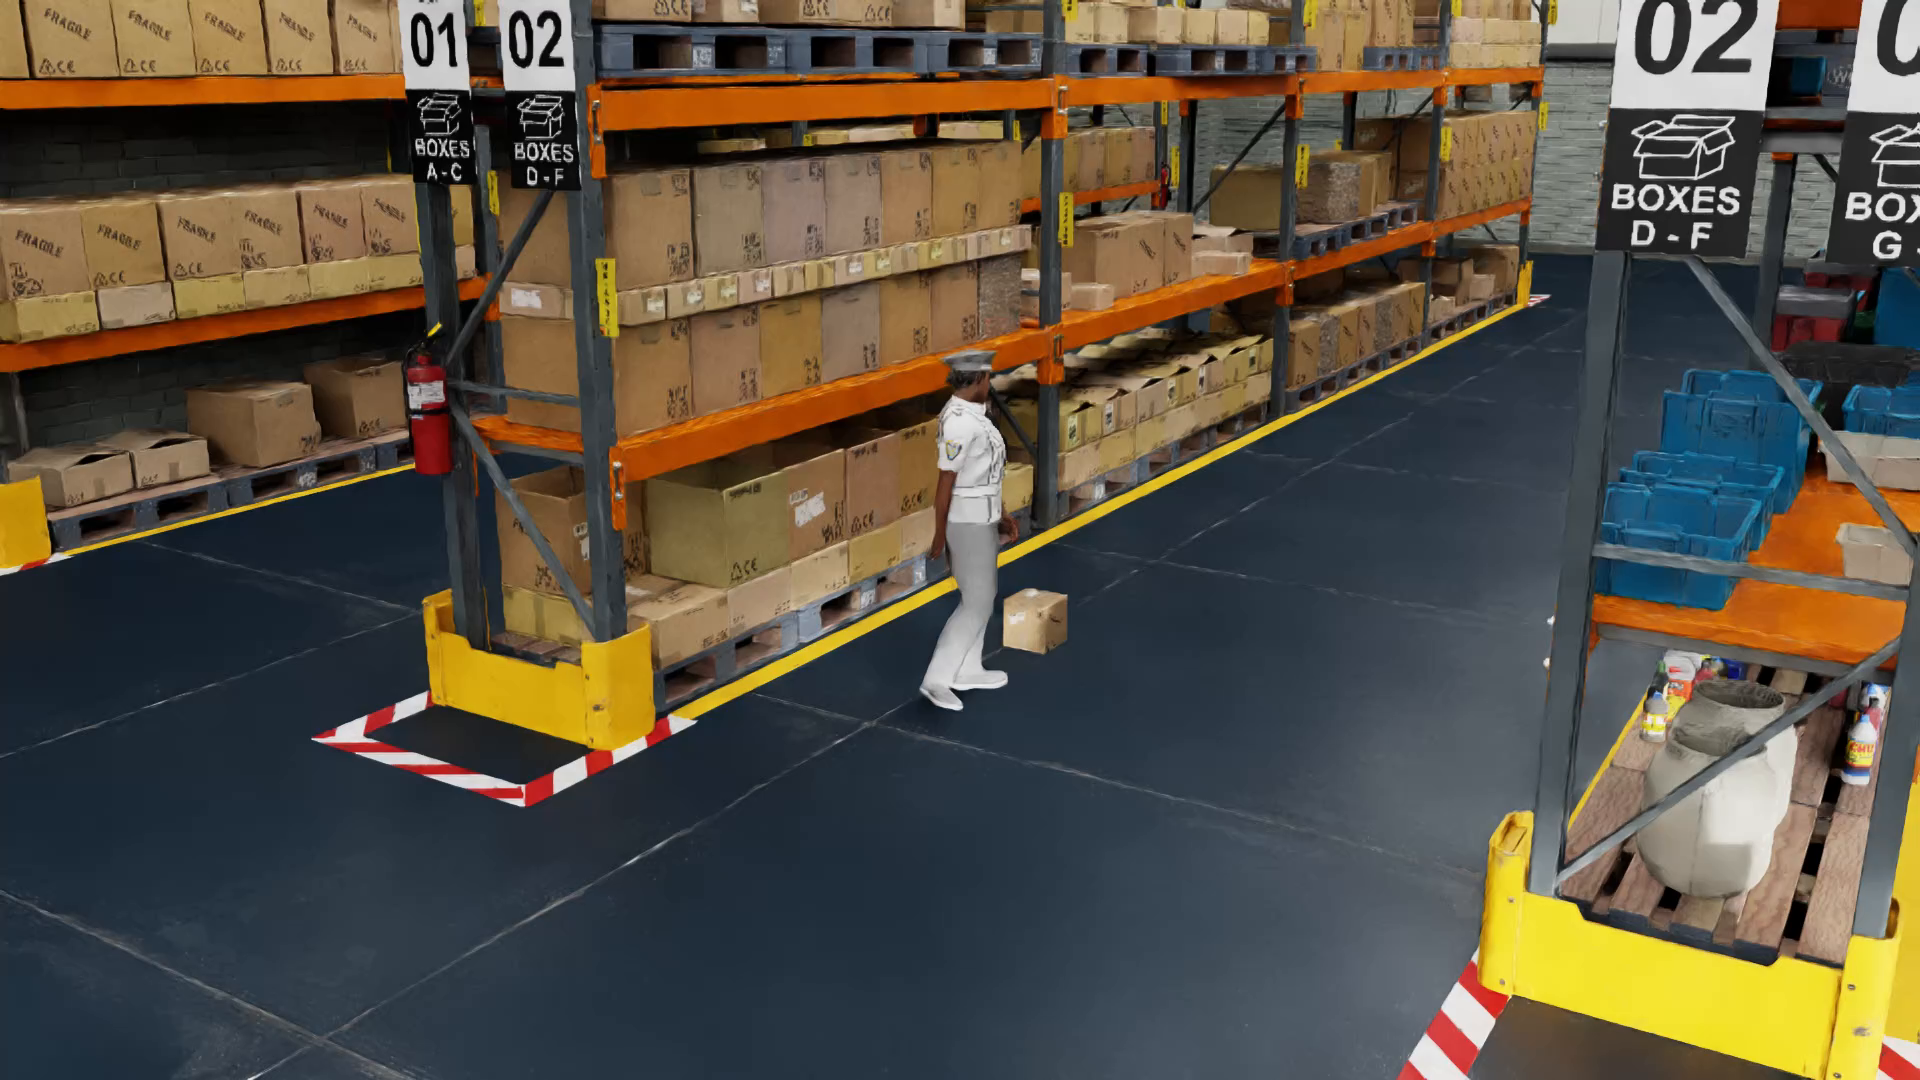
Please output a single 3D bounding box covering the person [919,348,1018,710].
[{"bbox_3d":[0.041,-0.034,7.689,0.452,1.638,0.693,1,16,3],"label":"person"}]
